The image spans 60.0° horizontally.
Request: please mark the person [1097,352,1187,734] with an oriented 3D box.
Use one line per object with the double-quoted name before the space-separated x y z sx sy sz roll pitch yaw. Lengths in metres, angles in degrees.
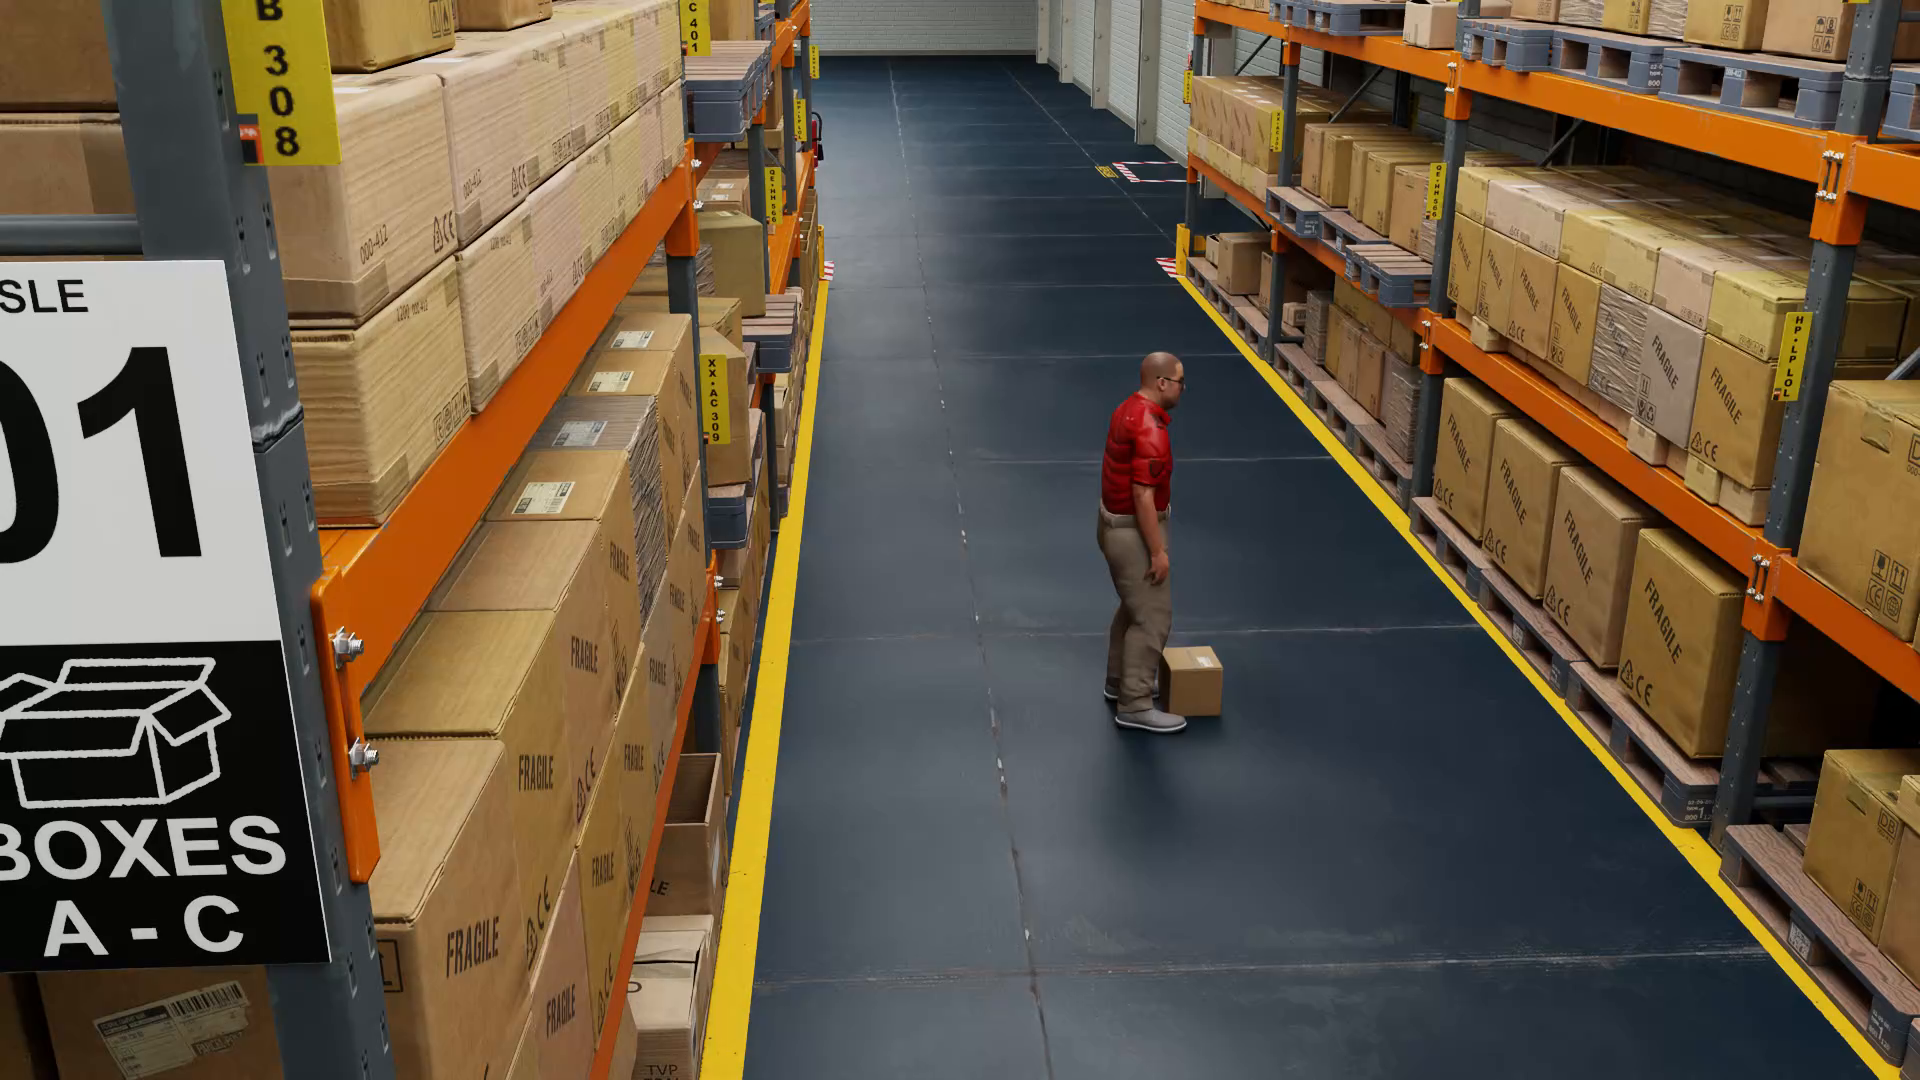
"person" 0.835 -0.011 7.627 0.393 1.725 0.591 -2 20 -6
